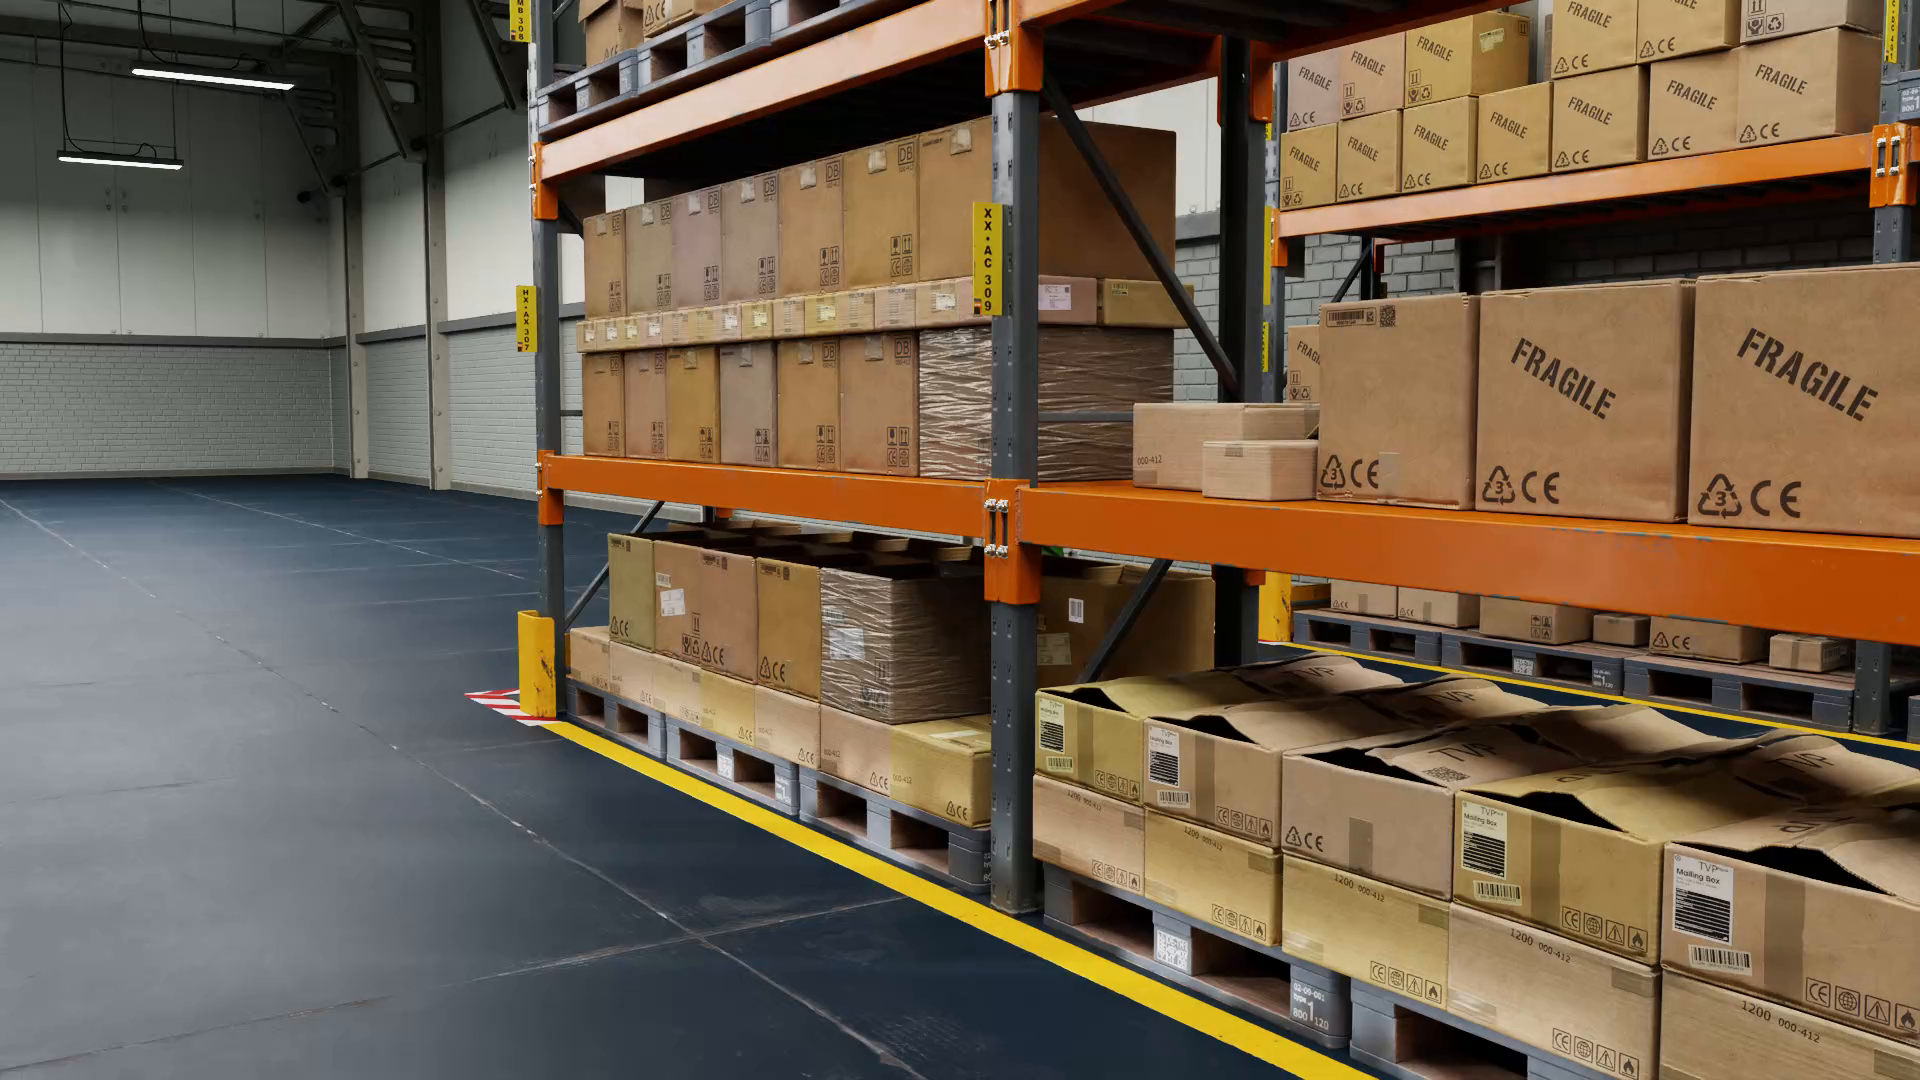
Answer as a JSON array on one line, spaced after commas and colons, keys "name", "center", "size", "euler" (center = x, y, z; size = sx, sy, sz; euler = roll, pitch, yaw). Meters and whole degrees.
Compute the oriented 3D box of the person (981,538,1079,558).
[{"name": "person", "center": [0.354, -0.017, 8.389], "size": [0.613, 1.776, 0.456], "euler": [-3, 6, -34]}]
